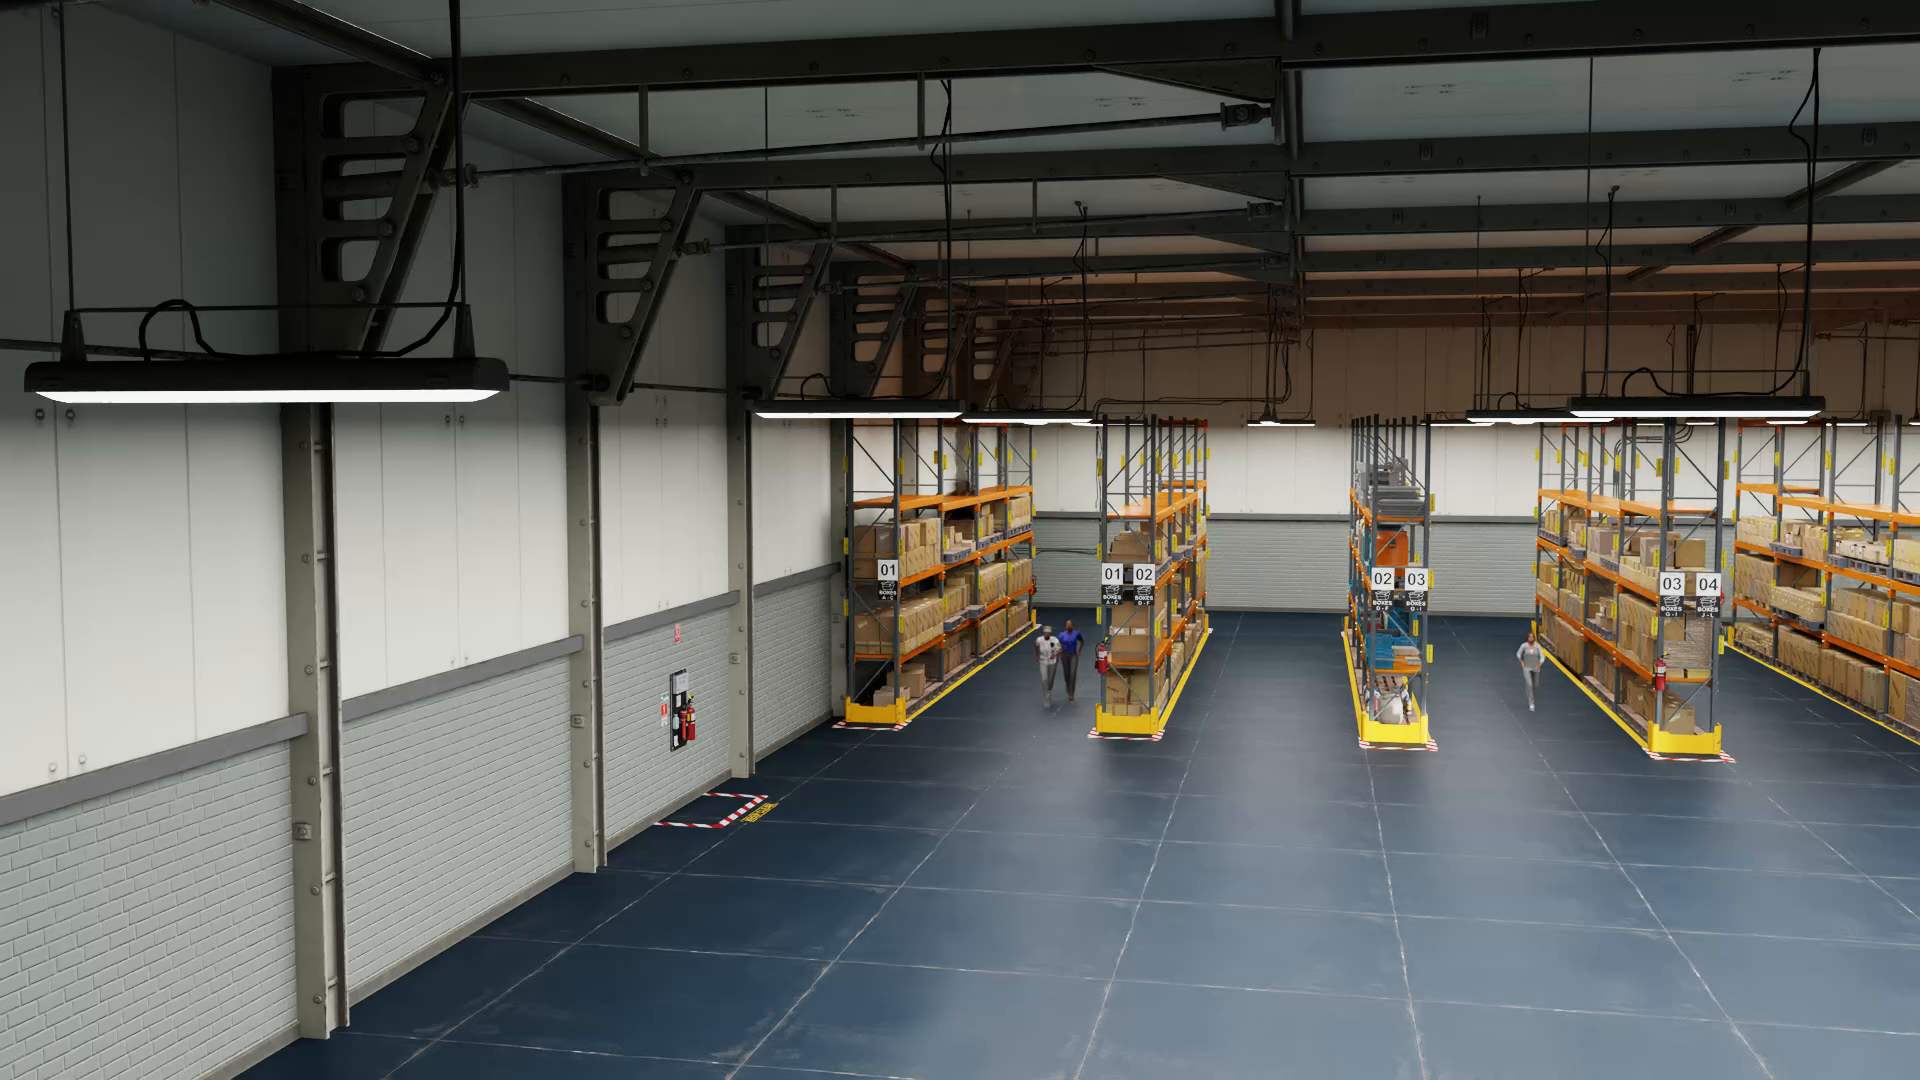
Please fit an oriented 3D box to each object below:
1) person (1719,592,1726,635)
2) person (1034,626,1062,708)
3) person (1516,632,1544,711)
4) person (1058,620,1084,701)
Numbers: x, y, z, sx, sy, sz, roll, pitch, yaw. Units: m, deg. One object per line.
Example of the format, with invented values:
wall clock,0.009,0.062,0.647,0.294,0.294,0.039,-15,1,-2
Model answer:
person,20.610,1.904,45.310,0.568,1.646,0.741,0,4,7
person,1.839,2.597,34.620,0.581,1.690,1.020,0,4,2
person,11.747,2.684,34.234,0.520,1.579,0.926,0,4,5
person,2.331,2.528,35.363,0.579,1.655,0.922,1,4,8
